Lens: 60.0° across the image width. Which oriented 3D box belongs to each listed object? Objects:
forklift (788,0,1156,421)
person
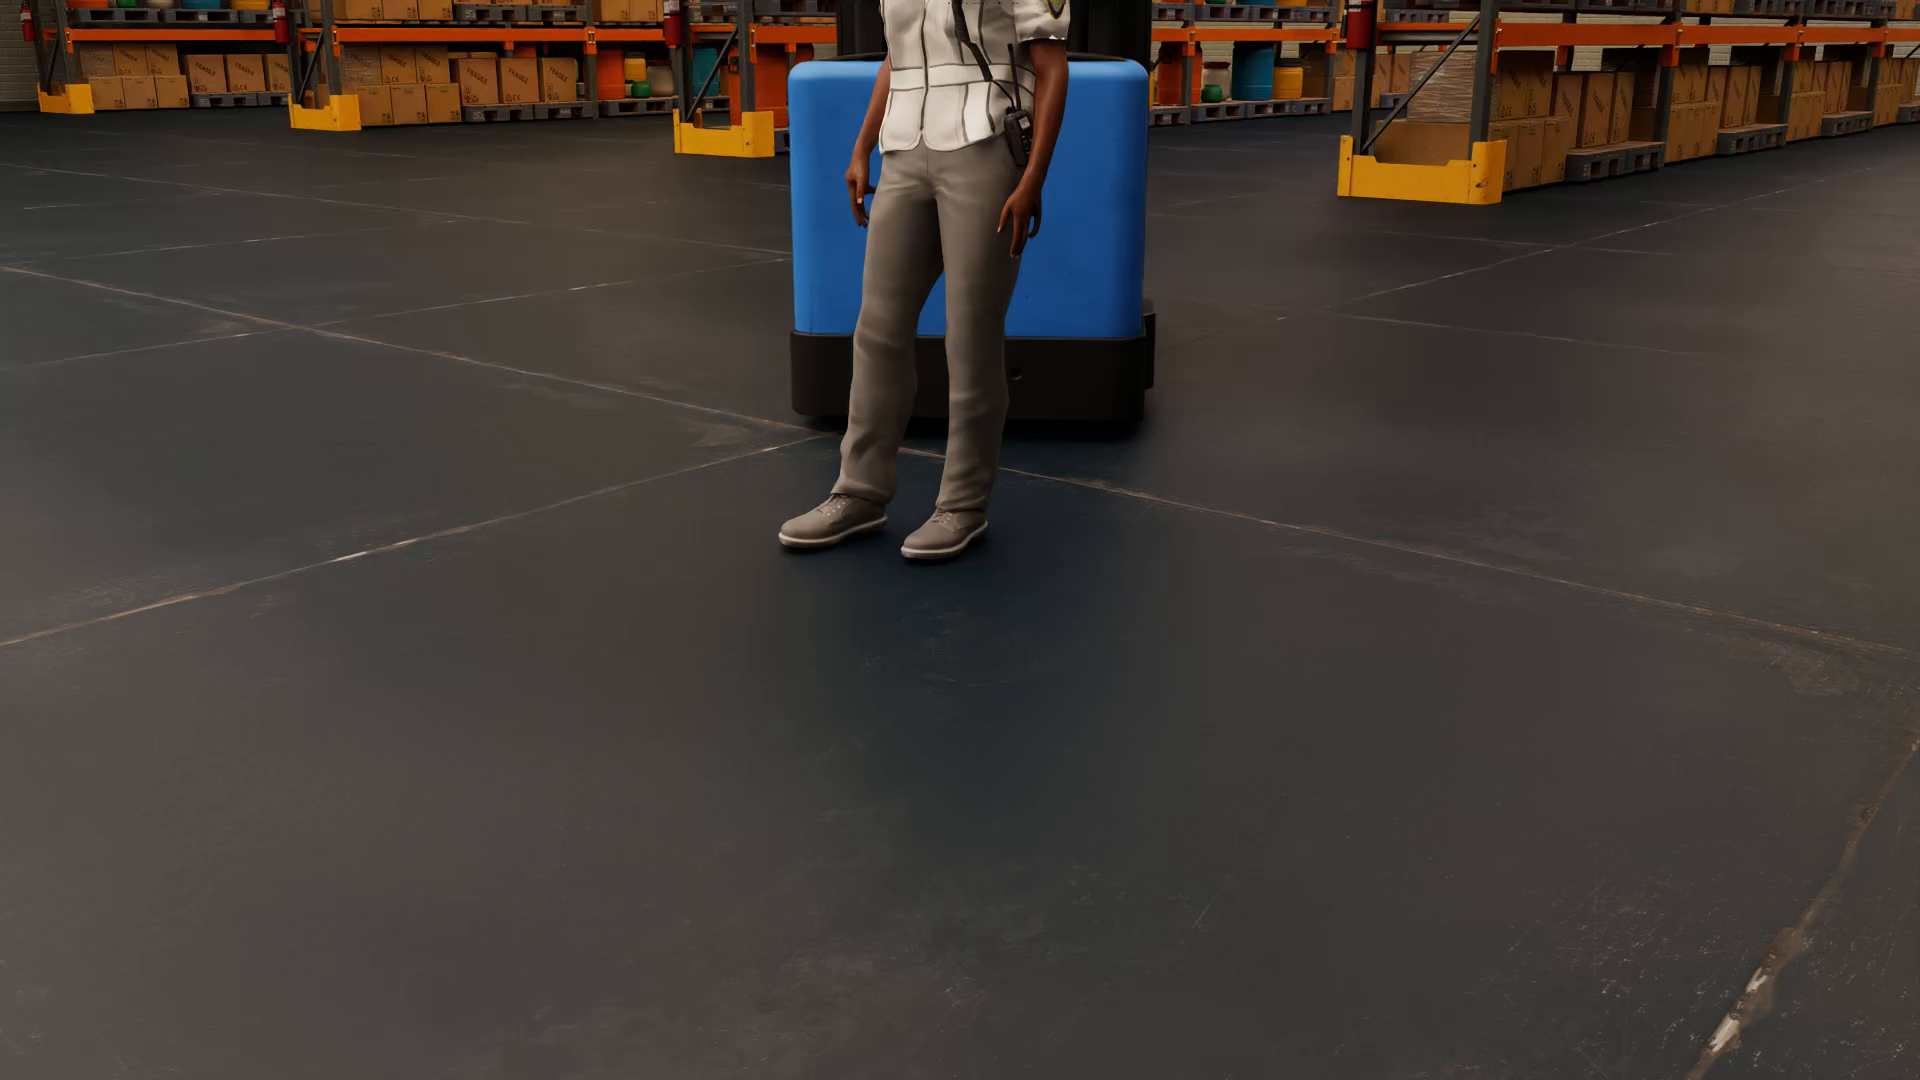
[{"bbox_3d":[0.138,-2.127,5.902,1.130,2.935,3.031,1,17,5],"label":"forklift"},{"bbox_3d":[-0.063,-0.805,3.650,0.570,1.697,0.528,13,21,37],"label":"person"}]
